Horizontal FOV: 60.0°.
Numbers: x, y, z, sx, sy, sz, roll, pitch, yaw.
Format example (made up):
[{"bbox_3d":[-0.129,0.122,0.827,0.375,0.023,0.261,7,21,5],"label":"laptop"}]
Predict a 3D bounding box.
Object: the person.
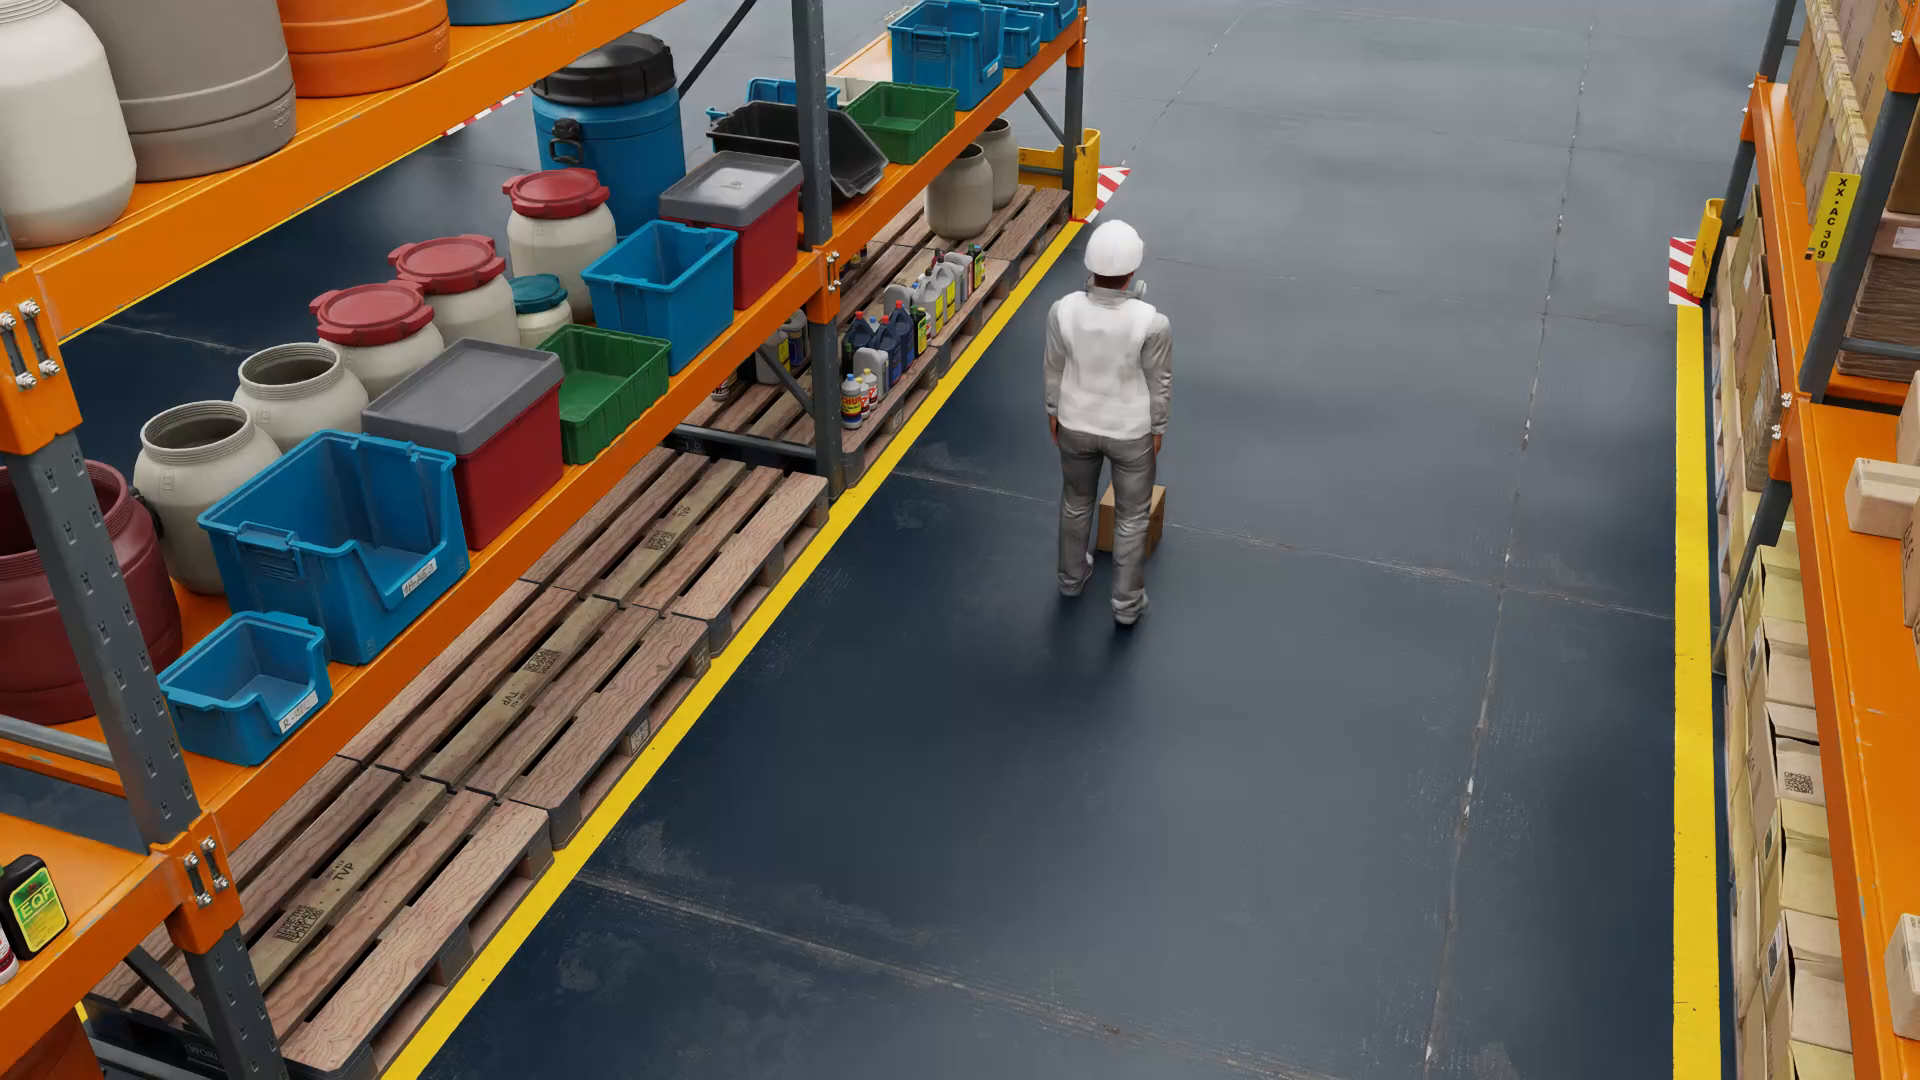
[{"bbox_3d":[0.606,-0.488,6.892,0.531,1.795,0.399,12,35,18],"label":"person"}]
